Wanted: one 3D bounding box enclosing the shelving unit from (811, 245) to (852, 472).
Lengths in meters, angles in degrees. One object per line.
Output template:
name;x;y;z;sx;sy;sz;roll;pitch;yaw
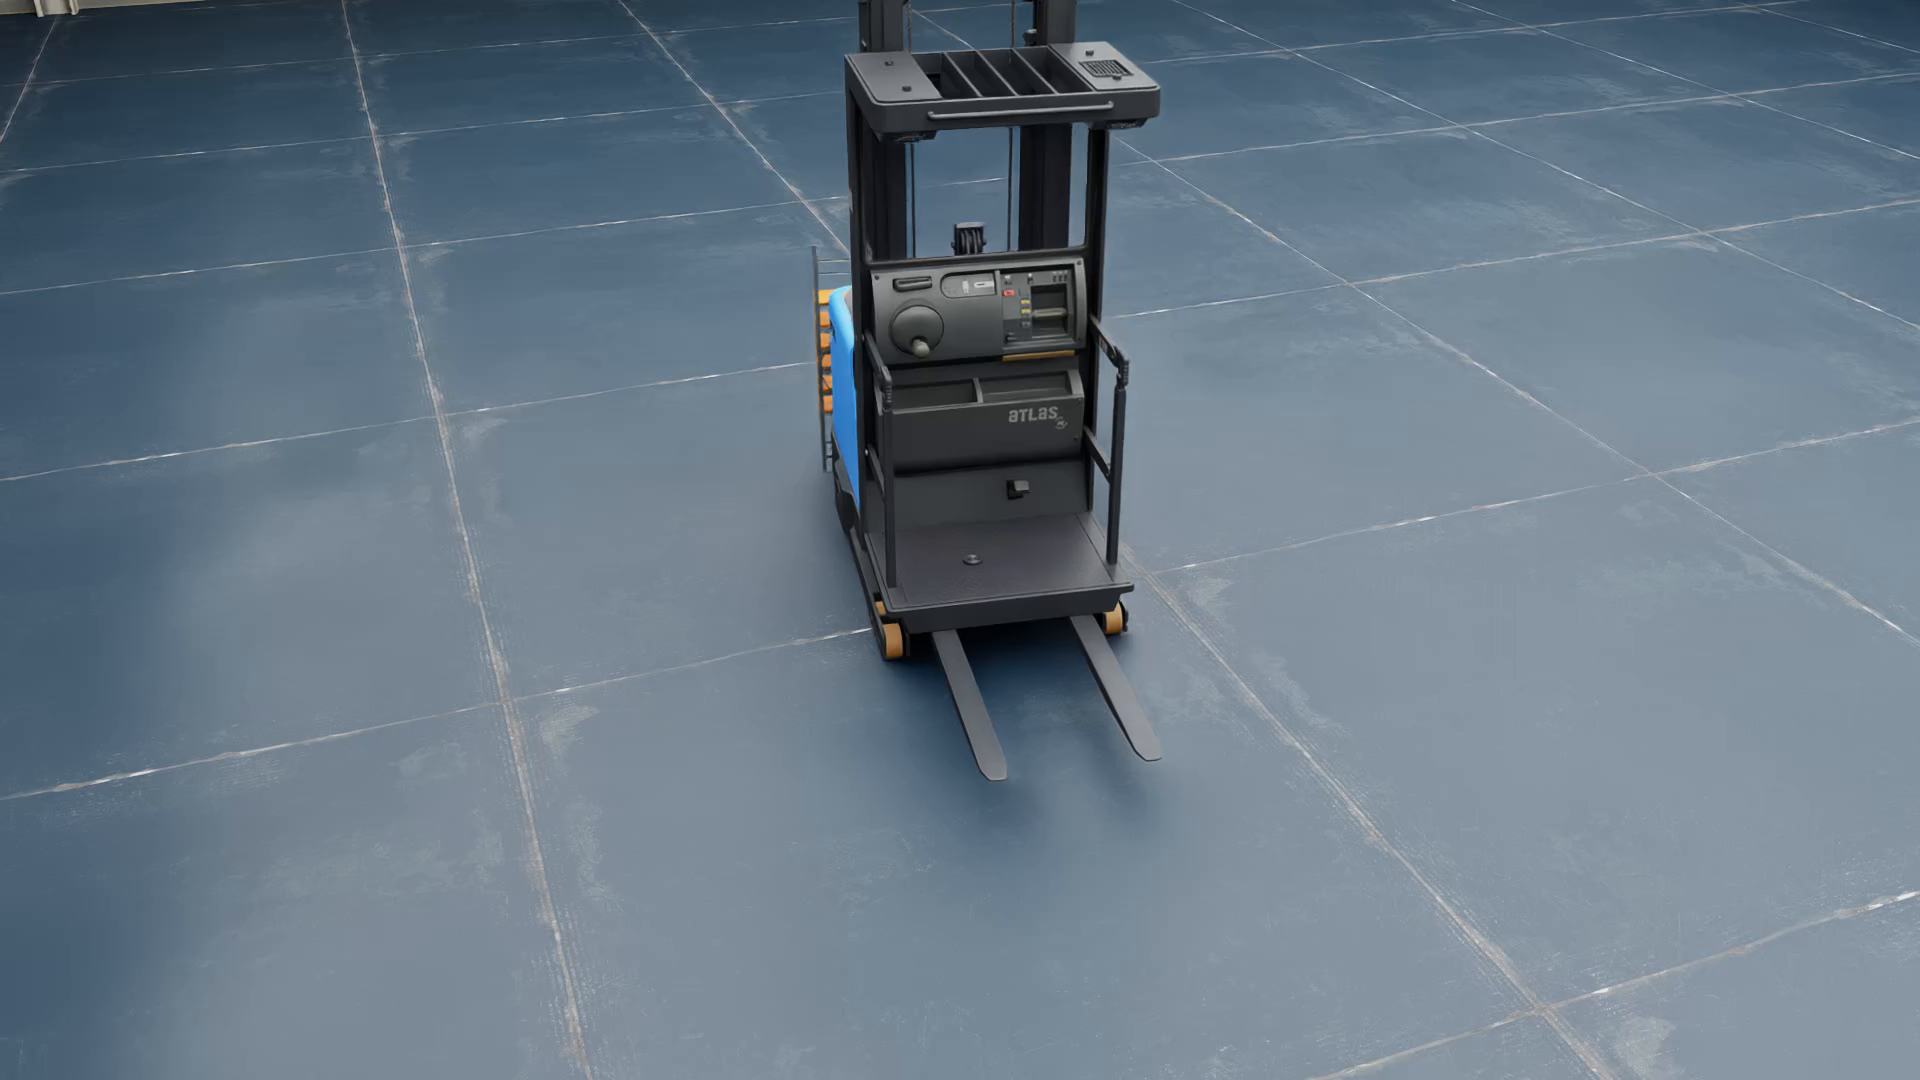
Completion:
shelving unit;-0.625;-0.938;8.684;0.258;1.200;0.189;-3;30;-6

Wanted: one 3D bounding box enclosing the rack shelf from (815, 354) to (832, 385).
rack shelf;-0.625;-0.899;8.706;0.258;0.103;0.180;-3;30;-6

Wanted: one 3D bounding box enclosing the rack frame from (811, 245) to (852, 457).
rack frame;-0.636;-0.983;8.763;0.240;1.200;0.006;-3;30;-6

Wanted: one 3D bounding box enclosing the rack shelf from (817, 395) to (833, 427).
rack shelf;-0.625;-0.690;8.824;0.258;0.103;0.180;-3;30;-6

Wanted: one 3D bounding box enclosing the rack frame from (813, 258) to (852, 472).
rack frame;-0.613;-0.893;8.605;0.240;1.200;0.006;-3;30;-6

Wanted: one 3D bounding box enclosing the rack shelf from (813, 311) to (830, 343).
rack shelf;-0.625;-1.108;8.587;0.258;0.103;0.180;-3;30;-6

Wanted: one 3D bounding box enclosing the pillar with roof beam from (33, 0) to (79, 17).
pillar with roof beam;-8.586;-7.815;12.876;0.400;9.000;9.100;-10;31;-18

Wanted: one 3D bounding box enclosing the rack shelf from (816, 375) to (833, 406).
rack shelf;-0.625;-0.795;8.765;0.258;0.103;0.180;-3;30;-6

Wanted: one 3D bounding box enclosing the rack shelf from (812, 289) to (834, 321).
rack shelf;-0.625;-1.212;8.527;0.258;0.103;0.180;-3;30;-6

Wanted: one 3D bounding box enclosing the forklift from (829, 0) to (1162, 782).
forklift;0.132;-0.946;6.949;1.130;2.935;3.031;-6;30;-10

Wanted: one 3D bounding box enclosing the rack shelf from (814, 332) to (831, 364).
rack shelf;-0.625;-1.003;8.646;0.258;0.103;0.180;-3;30;-6
